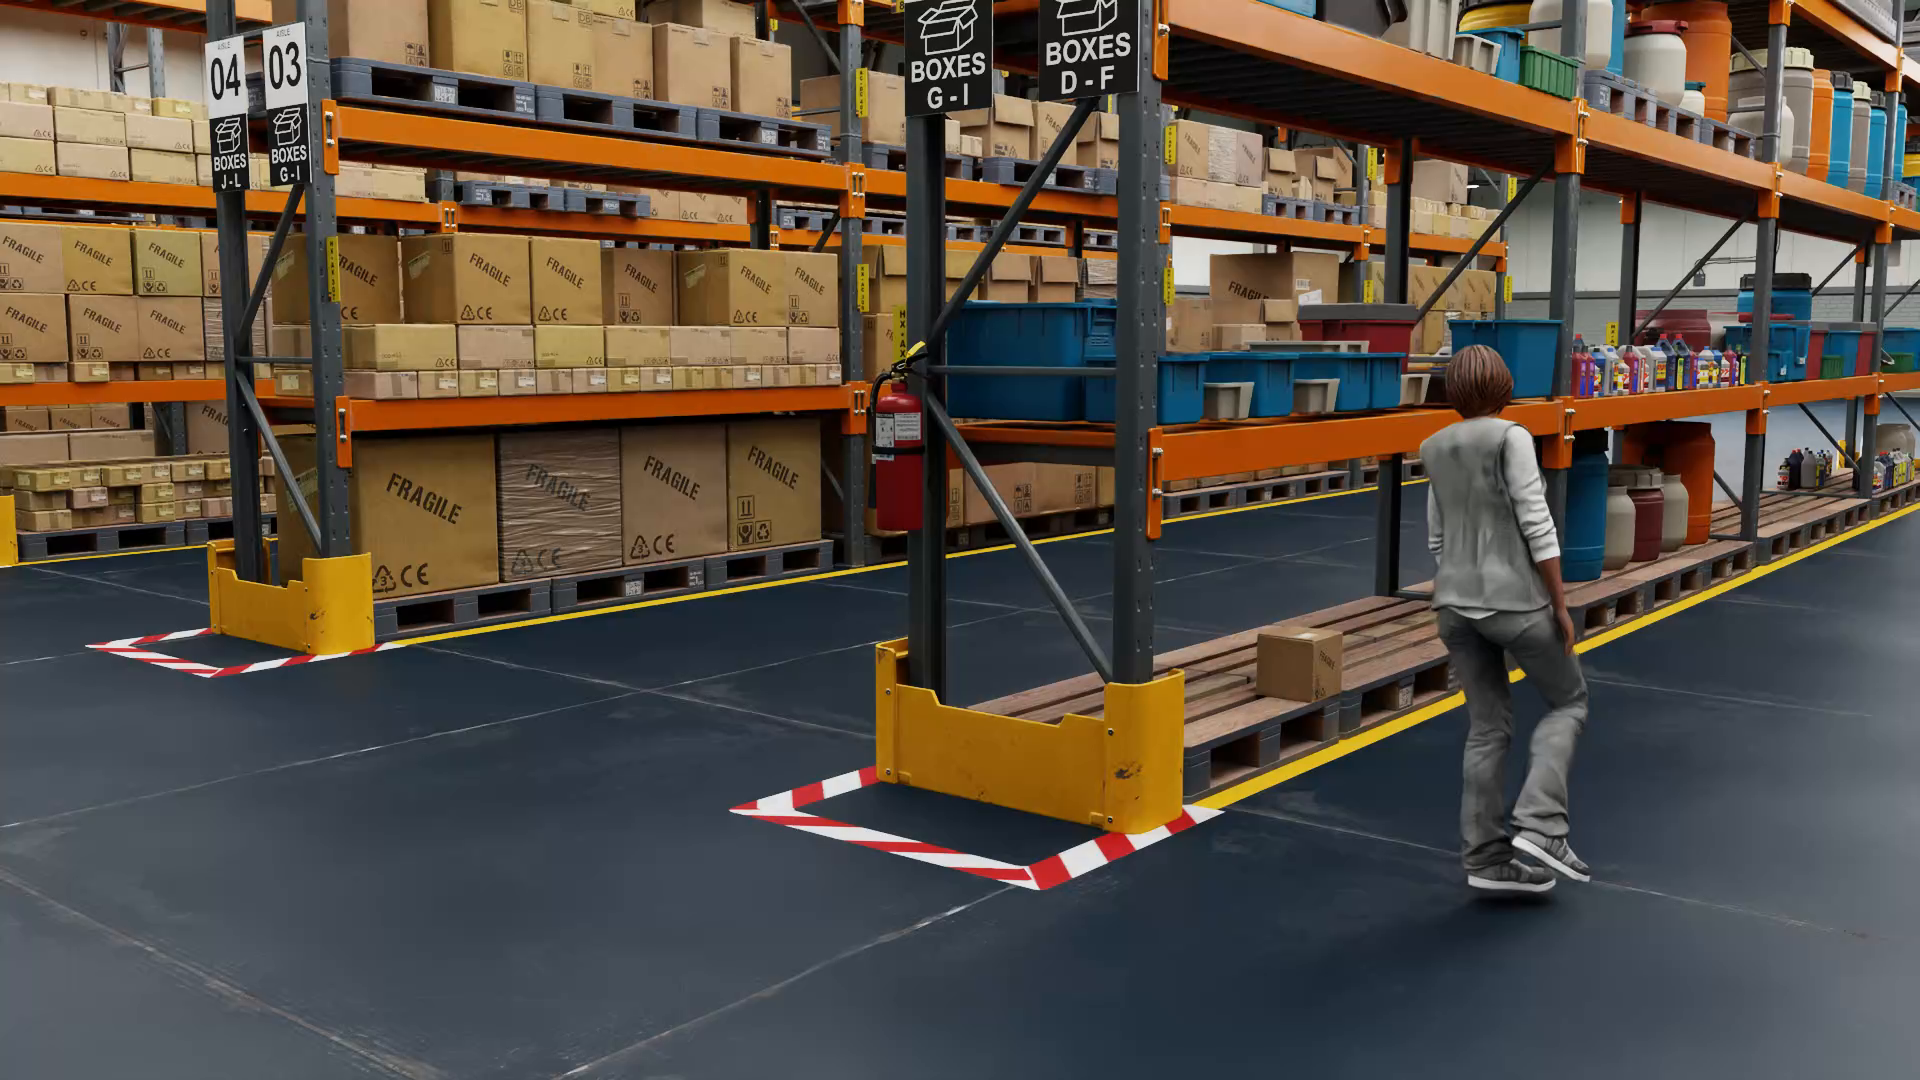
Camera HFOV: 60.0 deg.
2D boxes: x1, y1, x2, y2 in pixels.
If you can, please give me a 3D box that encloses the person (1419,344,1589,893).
[{"bbox_3d":[1.605,0.227,4.864,0.409,1.582,0.549,-4,8,-30],"label":"person"}]
